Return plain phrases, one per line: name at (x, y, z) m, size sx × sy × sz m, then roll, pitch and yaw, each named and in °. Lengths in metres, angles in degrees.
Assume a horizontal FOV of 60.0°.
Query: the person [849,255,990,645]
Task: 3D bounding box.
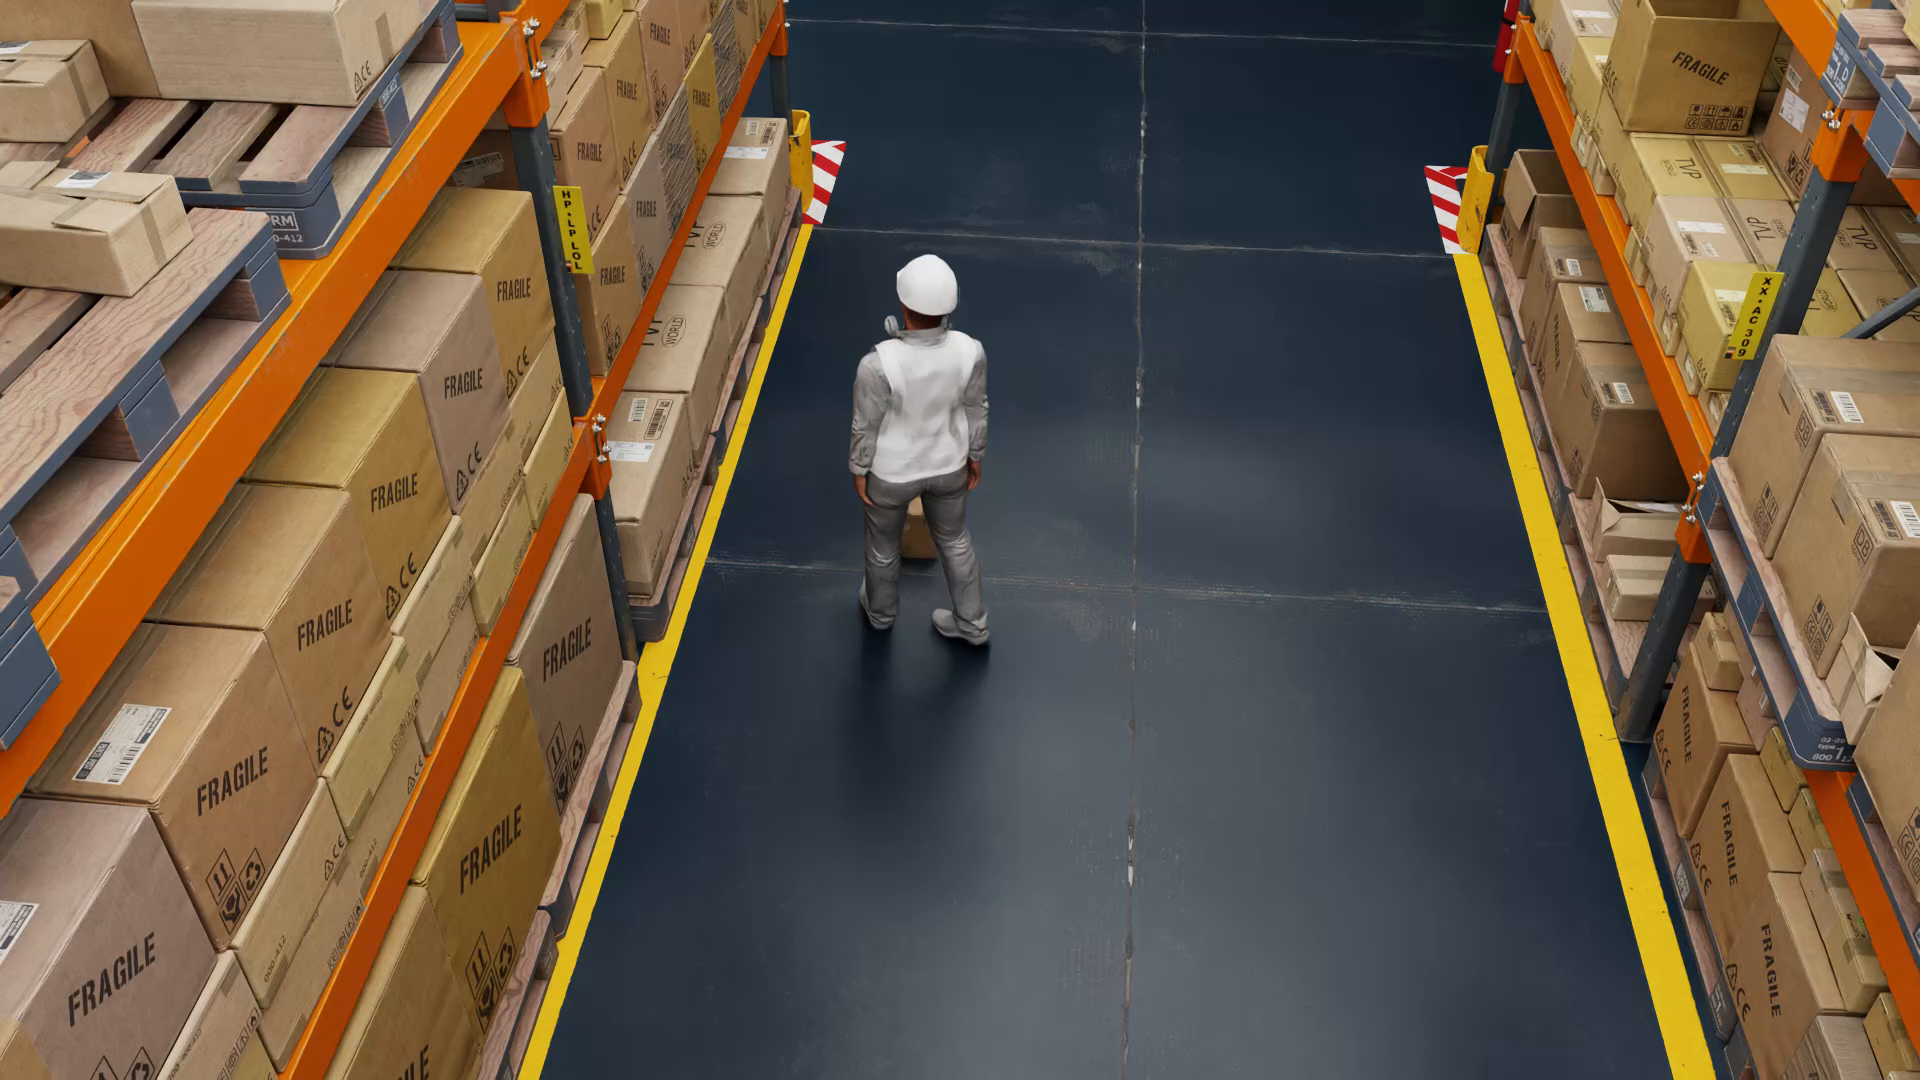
person at (-0.181, -0.332, 6.525) m, size 0.554 × 1.772 × 0.589 m, roll -15°, pitch 42°, yaw -17°
